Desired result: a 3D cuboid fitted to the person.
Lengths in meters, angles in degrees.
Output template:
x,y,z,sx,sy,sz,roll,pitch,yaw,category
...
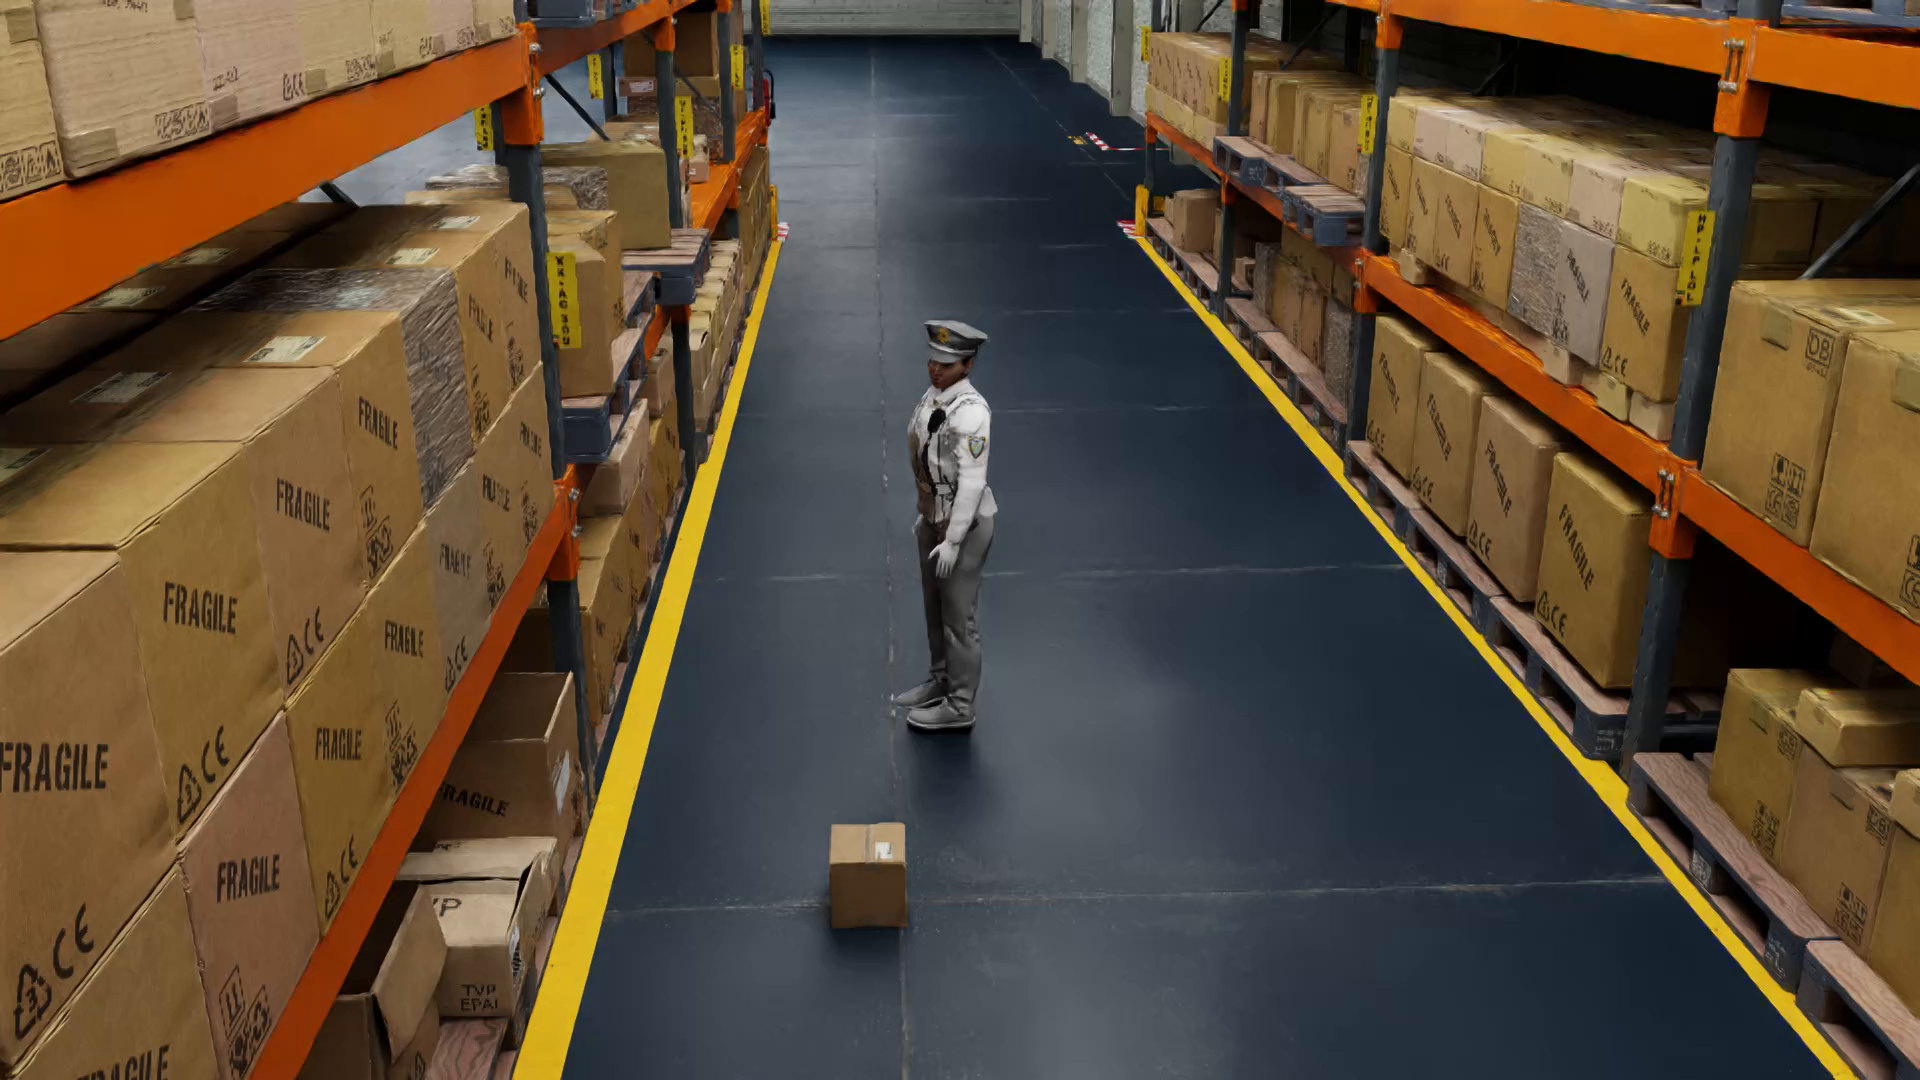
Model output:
x,y,z,sx,sy,sz,roll,pitch,yaw,category
-0.053,-0.040,6.664,0.376,1.714,0.527,-7,22,-19,person
